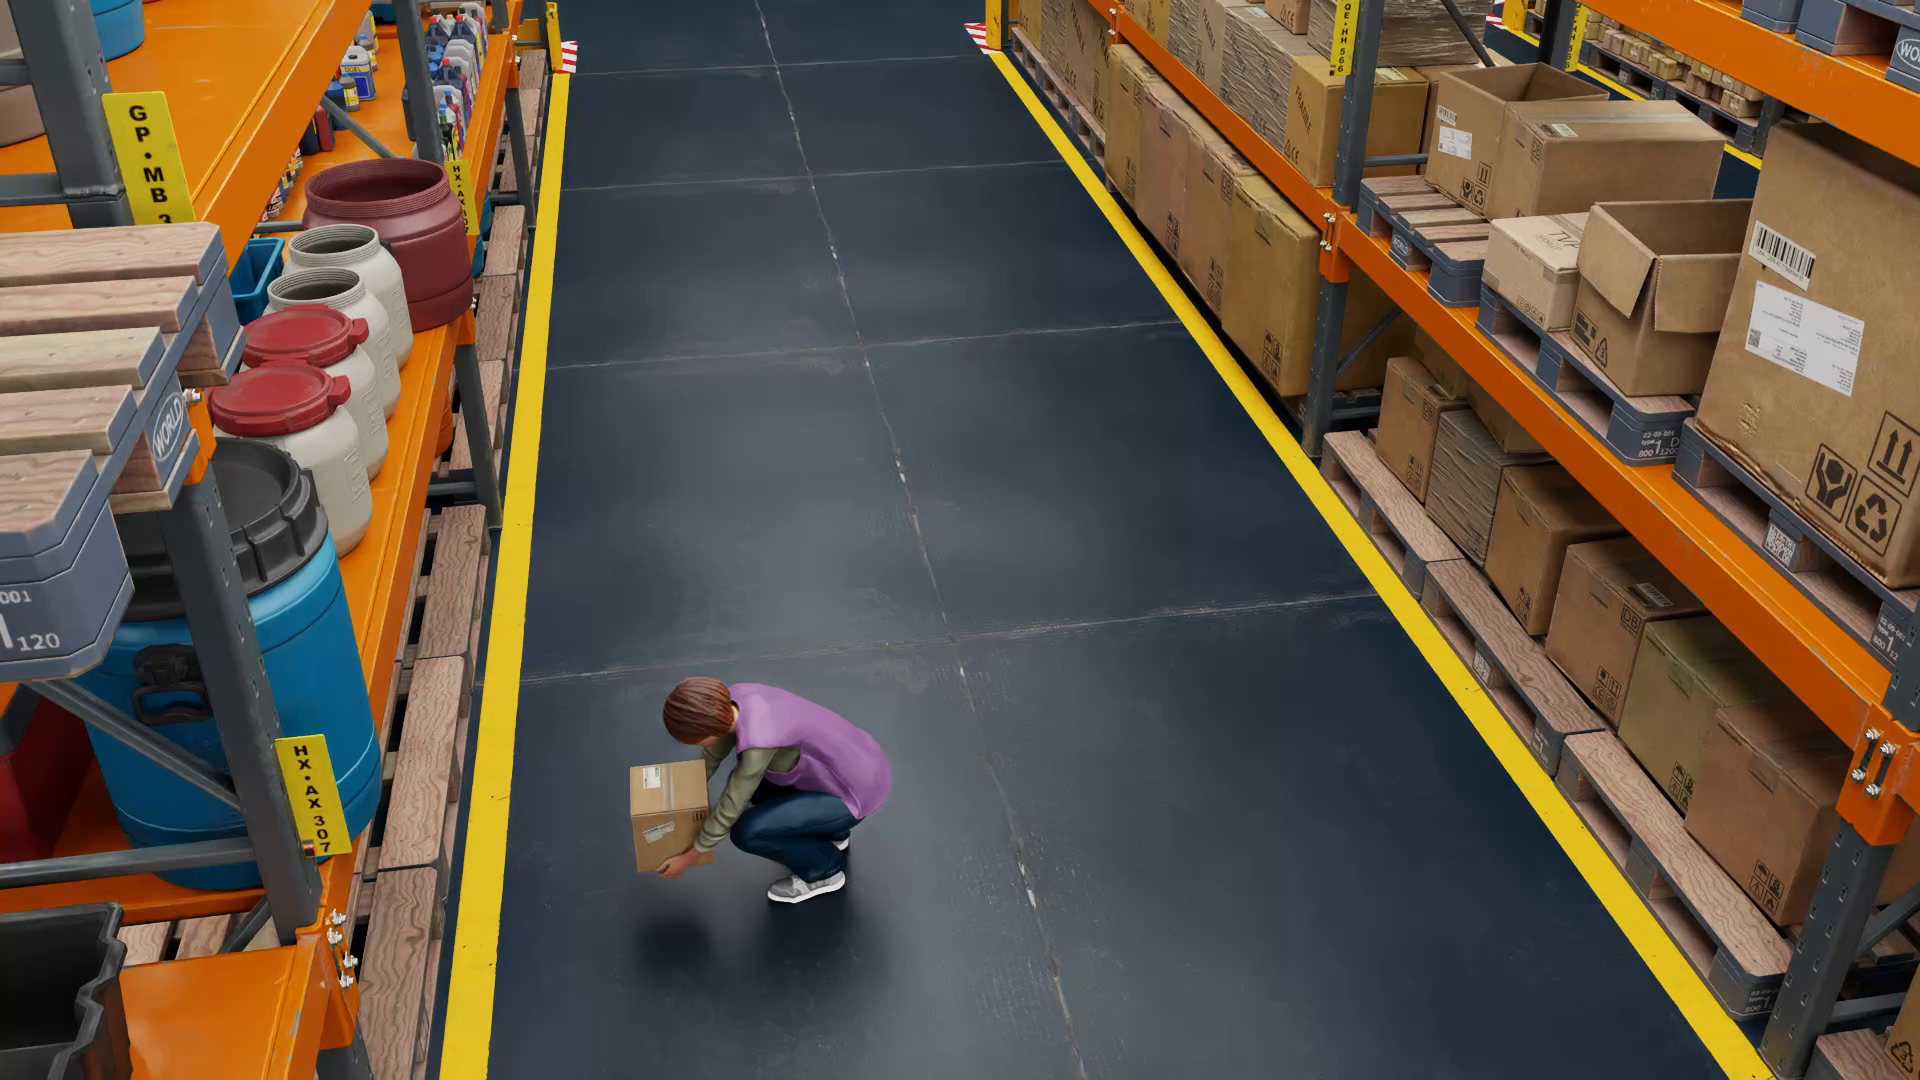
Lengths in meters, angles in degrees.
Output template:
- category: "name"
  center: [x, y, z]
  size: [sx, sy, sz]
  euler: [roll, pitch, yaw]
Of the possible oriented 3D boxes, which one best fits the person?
- category: "person"
  center: [-0.627, 0.797, 5.527]
  size: [0.807, 0.876, 0.467]
  euler: [-5, 32, -9]
